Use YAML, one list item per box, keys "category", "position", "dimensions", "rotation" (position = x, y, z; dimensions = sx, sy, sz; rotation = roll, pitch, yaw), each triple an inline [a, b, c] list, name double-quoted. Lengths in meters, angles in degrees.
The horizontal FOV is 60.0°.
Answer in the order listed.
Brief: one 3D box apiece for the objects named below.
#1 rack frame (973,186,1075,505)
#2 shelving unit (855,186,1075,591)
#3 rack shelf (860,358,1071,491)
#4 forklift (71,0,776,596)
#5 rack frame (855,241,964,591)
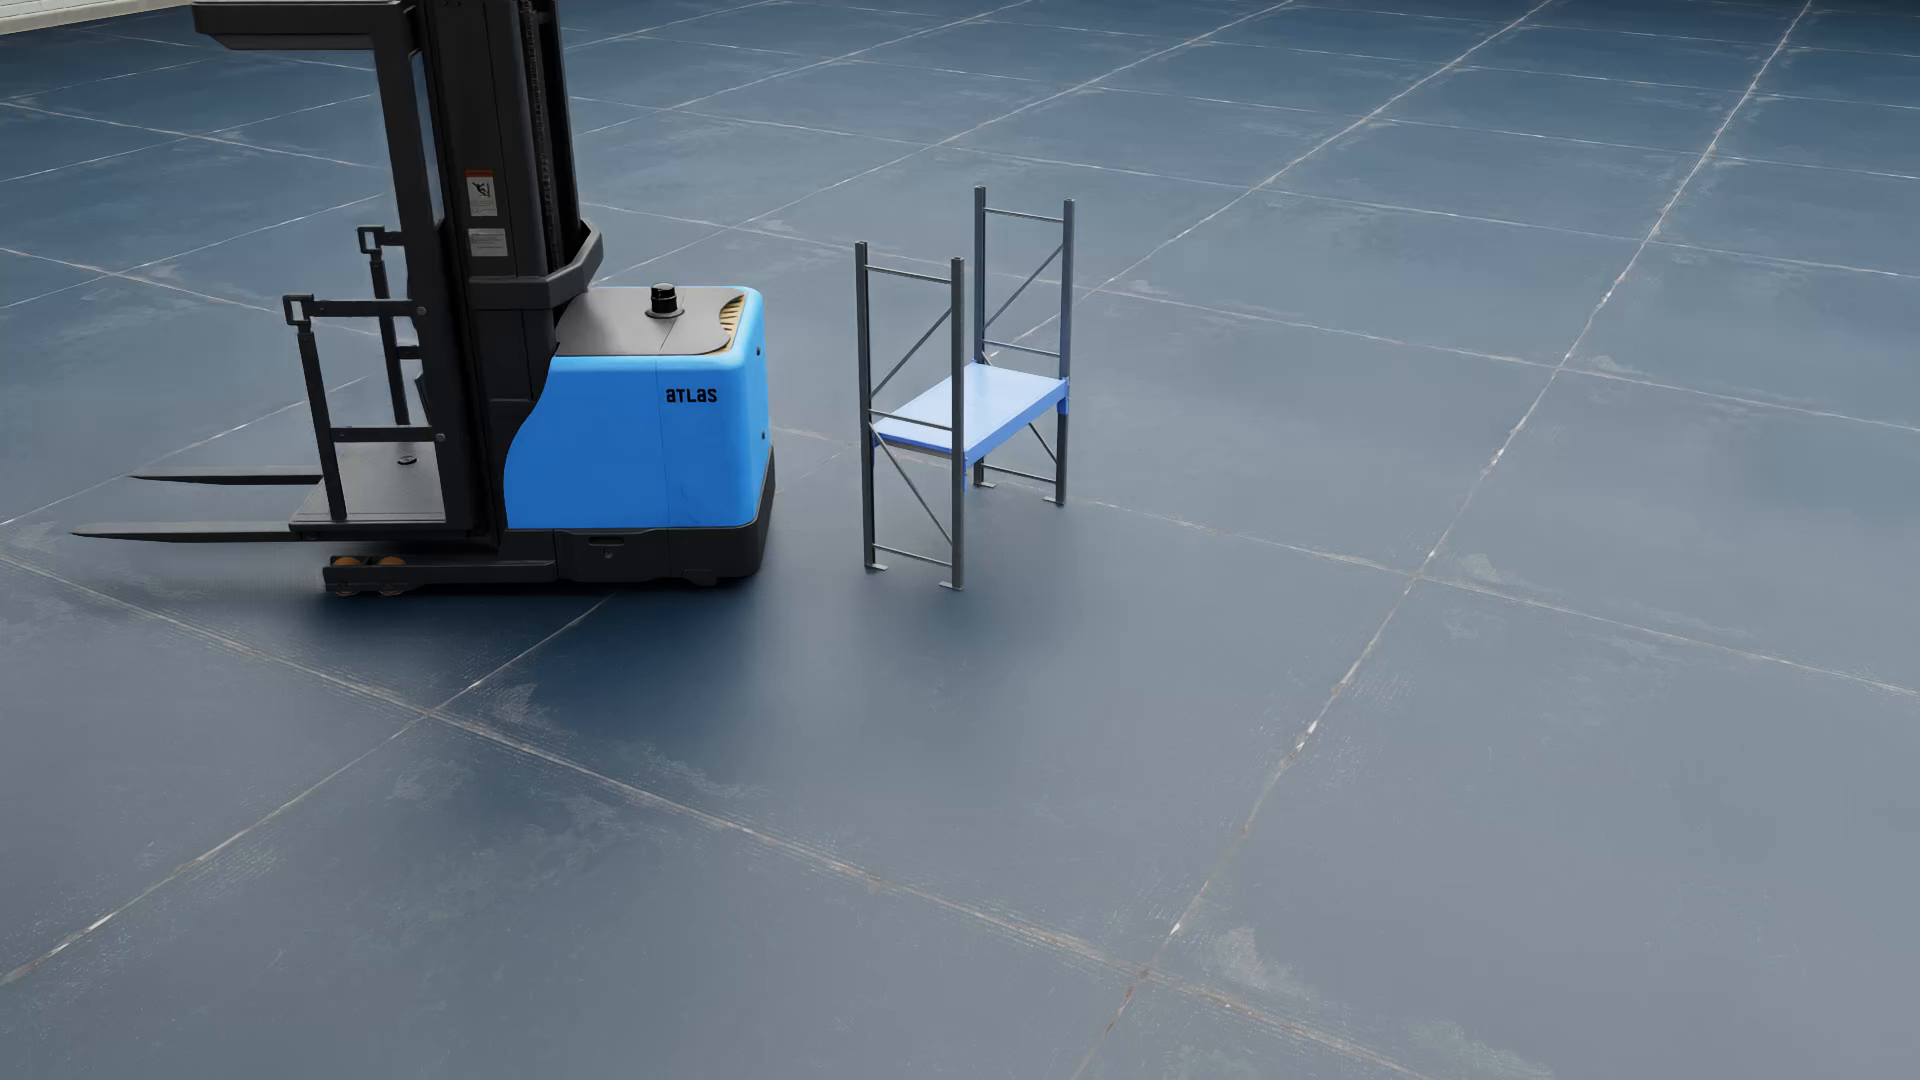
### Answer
- category: "rack frame"
  position: [0.292, -0.902, 7.876]
  dimensions: [0.500, 1.500, 0.032]
  rotation: [14, 30, 26]
- category: "shelving unit"
  position: [0.042, -0.704, 7.481]
  dimensions: [0.538, 1.500, 1.048]
  rotation: [14, 30, 26]
- category: "rack shelf"
  position: [0.042, -0.543, 7.561]
  dimensions: [0.538, 0.185, 1.000]
  rotation: [14, 30, 26]
- category: "forklift"
  position: [-2.406, -1.305, 7.083]
  dimensions: [3.031, 2.935, 1.130]
  rotation: [-1, 27, -1]
- category: "rack frame"
  position: [-0.208, -0.506, 7.085]
  dimensions: [0.500, 1.500, 0.032]
  rotation: [14, 30, 26]
